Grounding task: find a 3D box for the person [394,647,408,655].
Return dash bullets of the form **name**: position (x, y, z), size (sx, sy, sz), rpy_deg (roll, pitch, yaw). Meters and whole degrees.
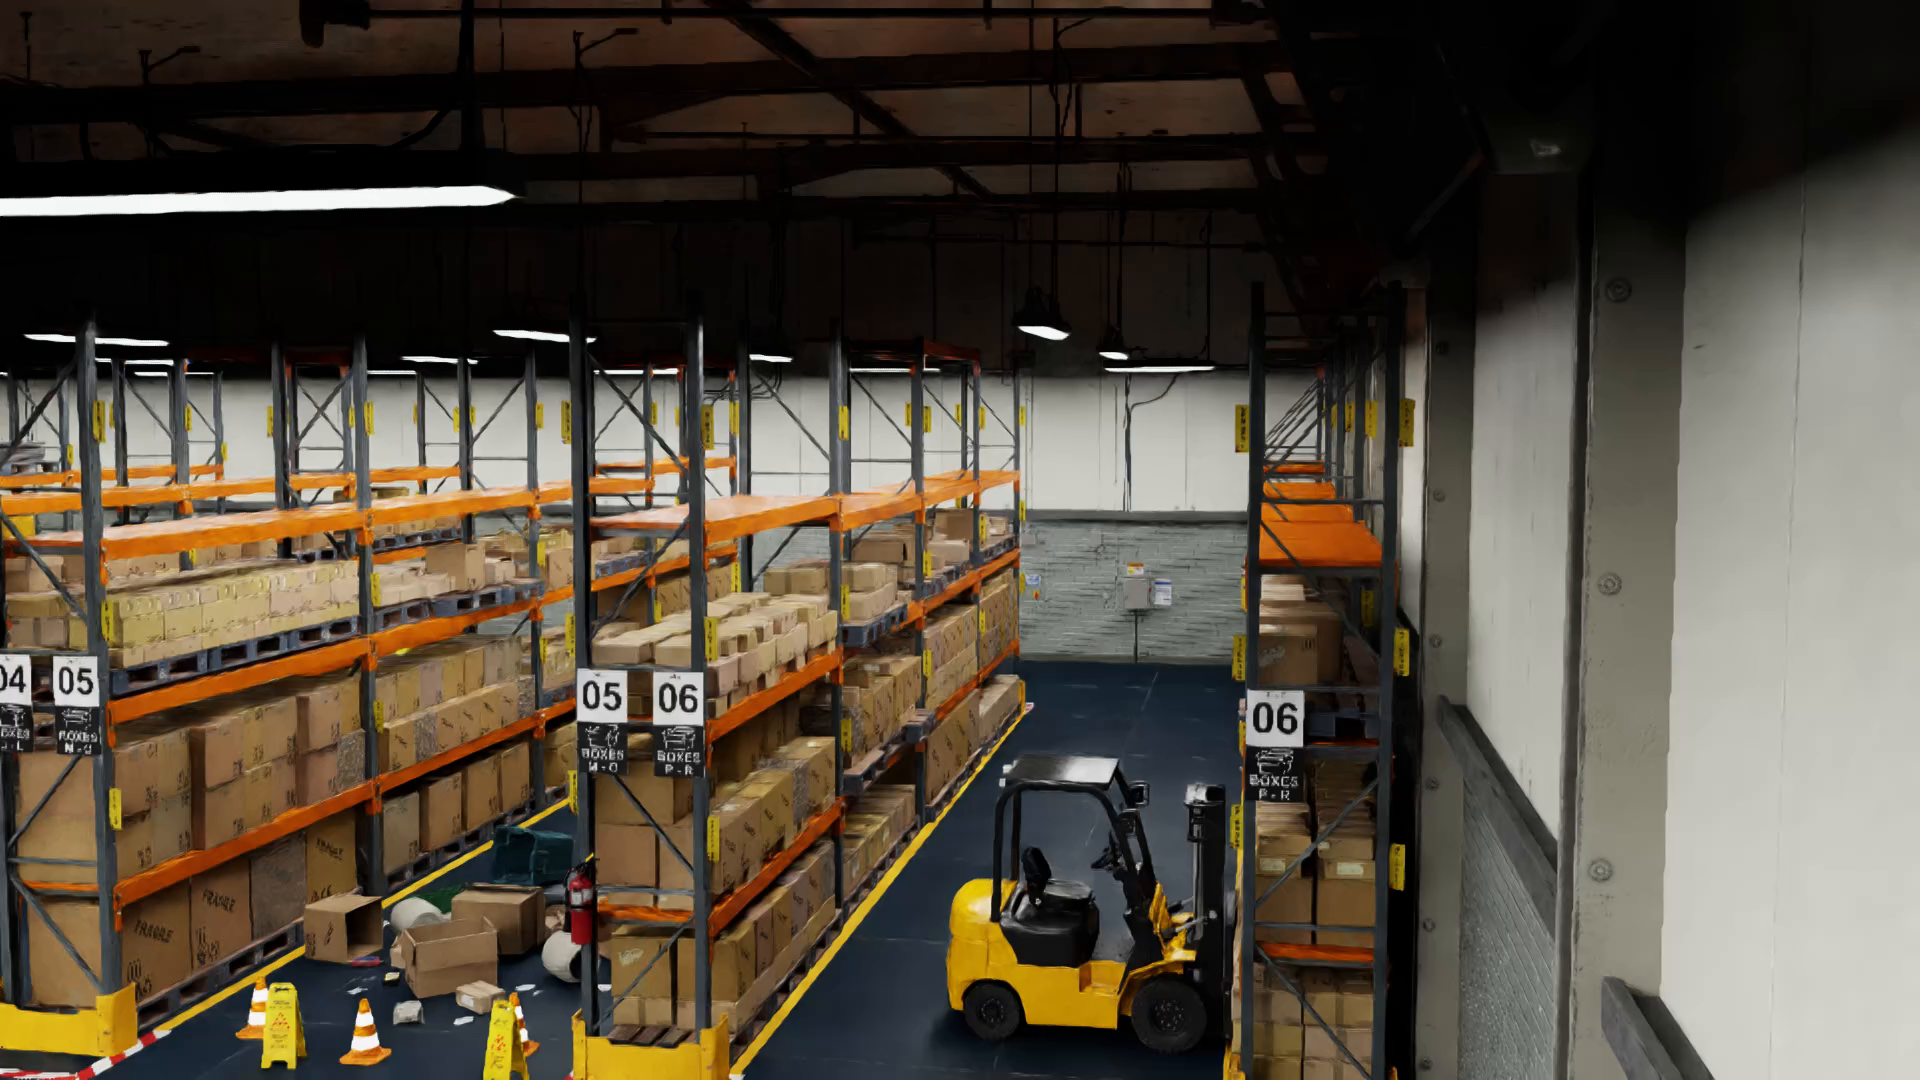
- **person**: position (-8.006, 2.384, 23.963), size (0.577, 1.691, 1.121), rpy_deg (1, 5, 13)
